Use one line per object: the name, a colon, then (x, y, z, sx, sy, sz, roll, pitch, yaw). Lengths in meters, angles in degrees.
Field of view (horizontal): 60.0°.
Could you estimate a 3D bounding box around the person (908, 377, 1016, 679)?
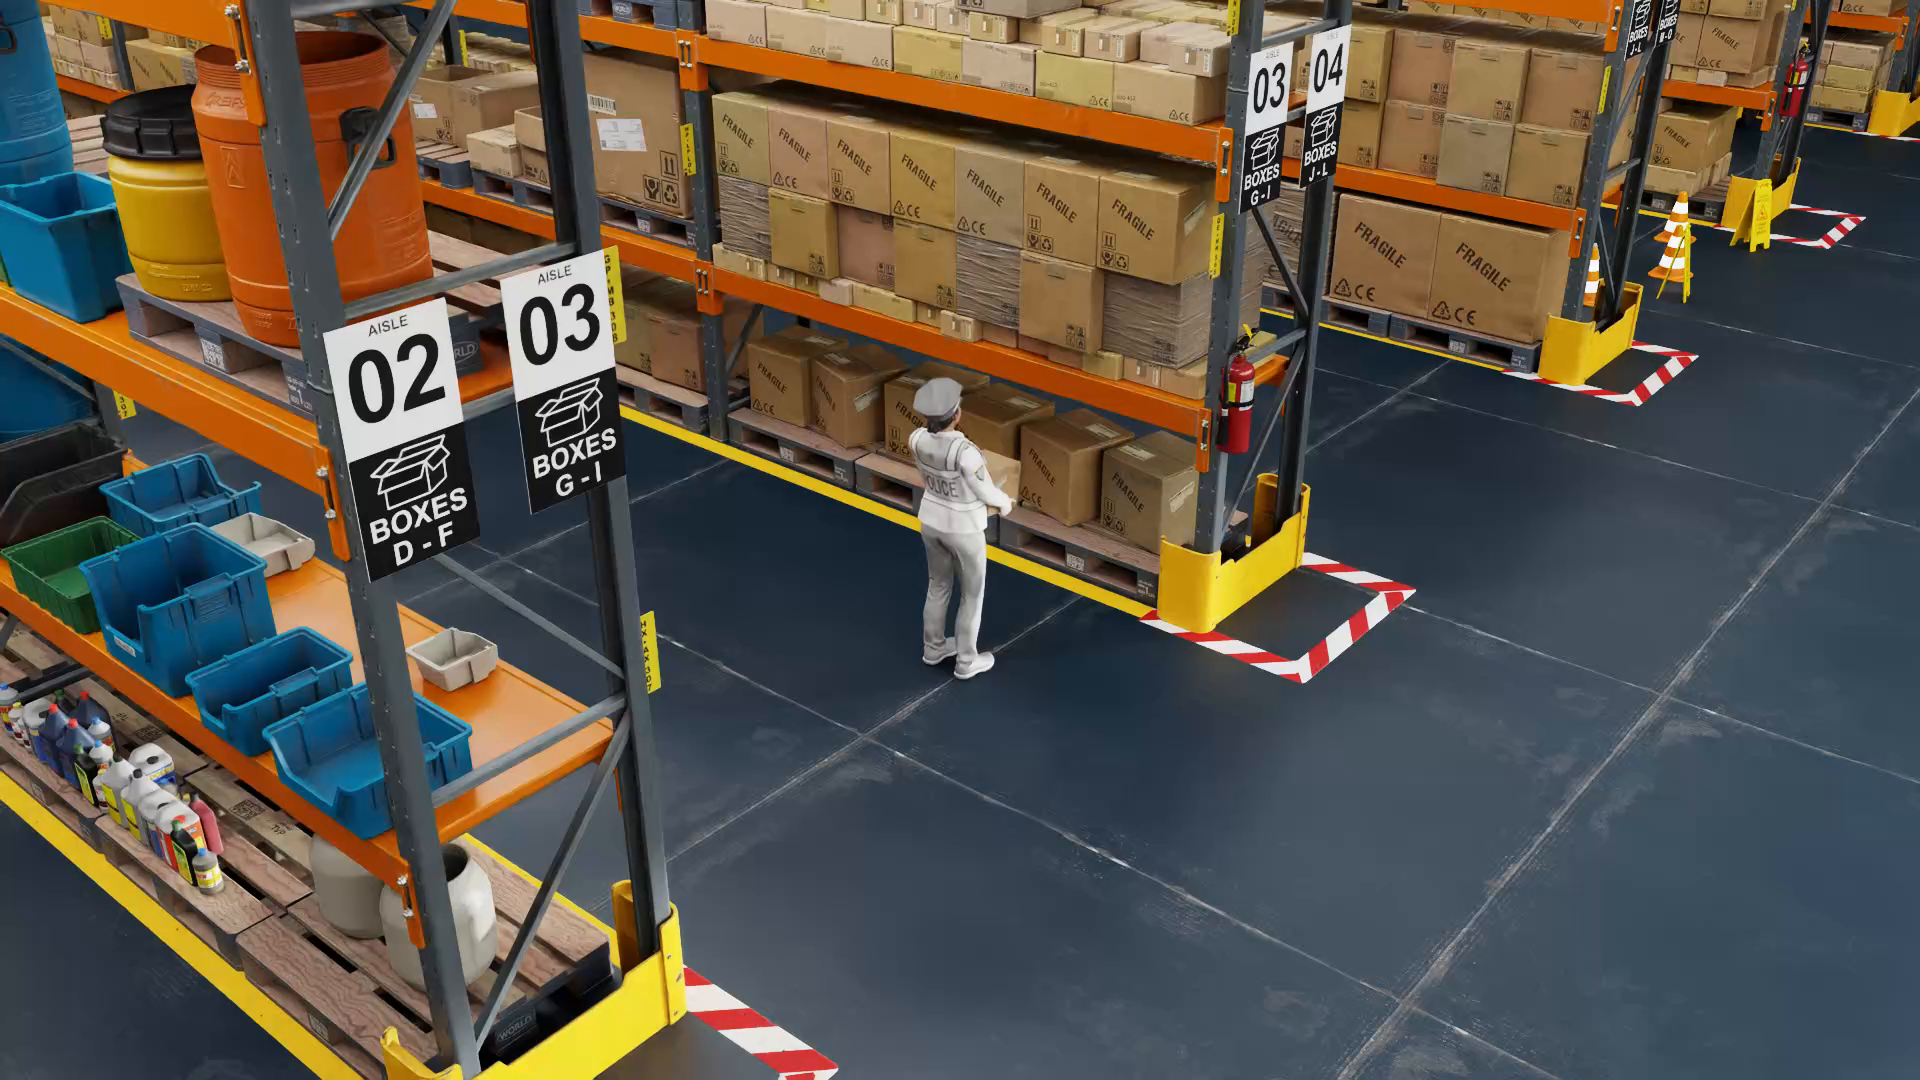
person: (0.007, -0.089, 8.761, 0.460, 1.686, 0.563, 21, 34, 35)
